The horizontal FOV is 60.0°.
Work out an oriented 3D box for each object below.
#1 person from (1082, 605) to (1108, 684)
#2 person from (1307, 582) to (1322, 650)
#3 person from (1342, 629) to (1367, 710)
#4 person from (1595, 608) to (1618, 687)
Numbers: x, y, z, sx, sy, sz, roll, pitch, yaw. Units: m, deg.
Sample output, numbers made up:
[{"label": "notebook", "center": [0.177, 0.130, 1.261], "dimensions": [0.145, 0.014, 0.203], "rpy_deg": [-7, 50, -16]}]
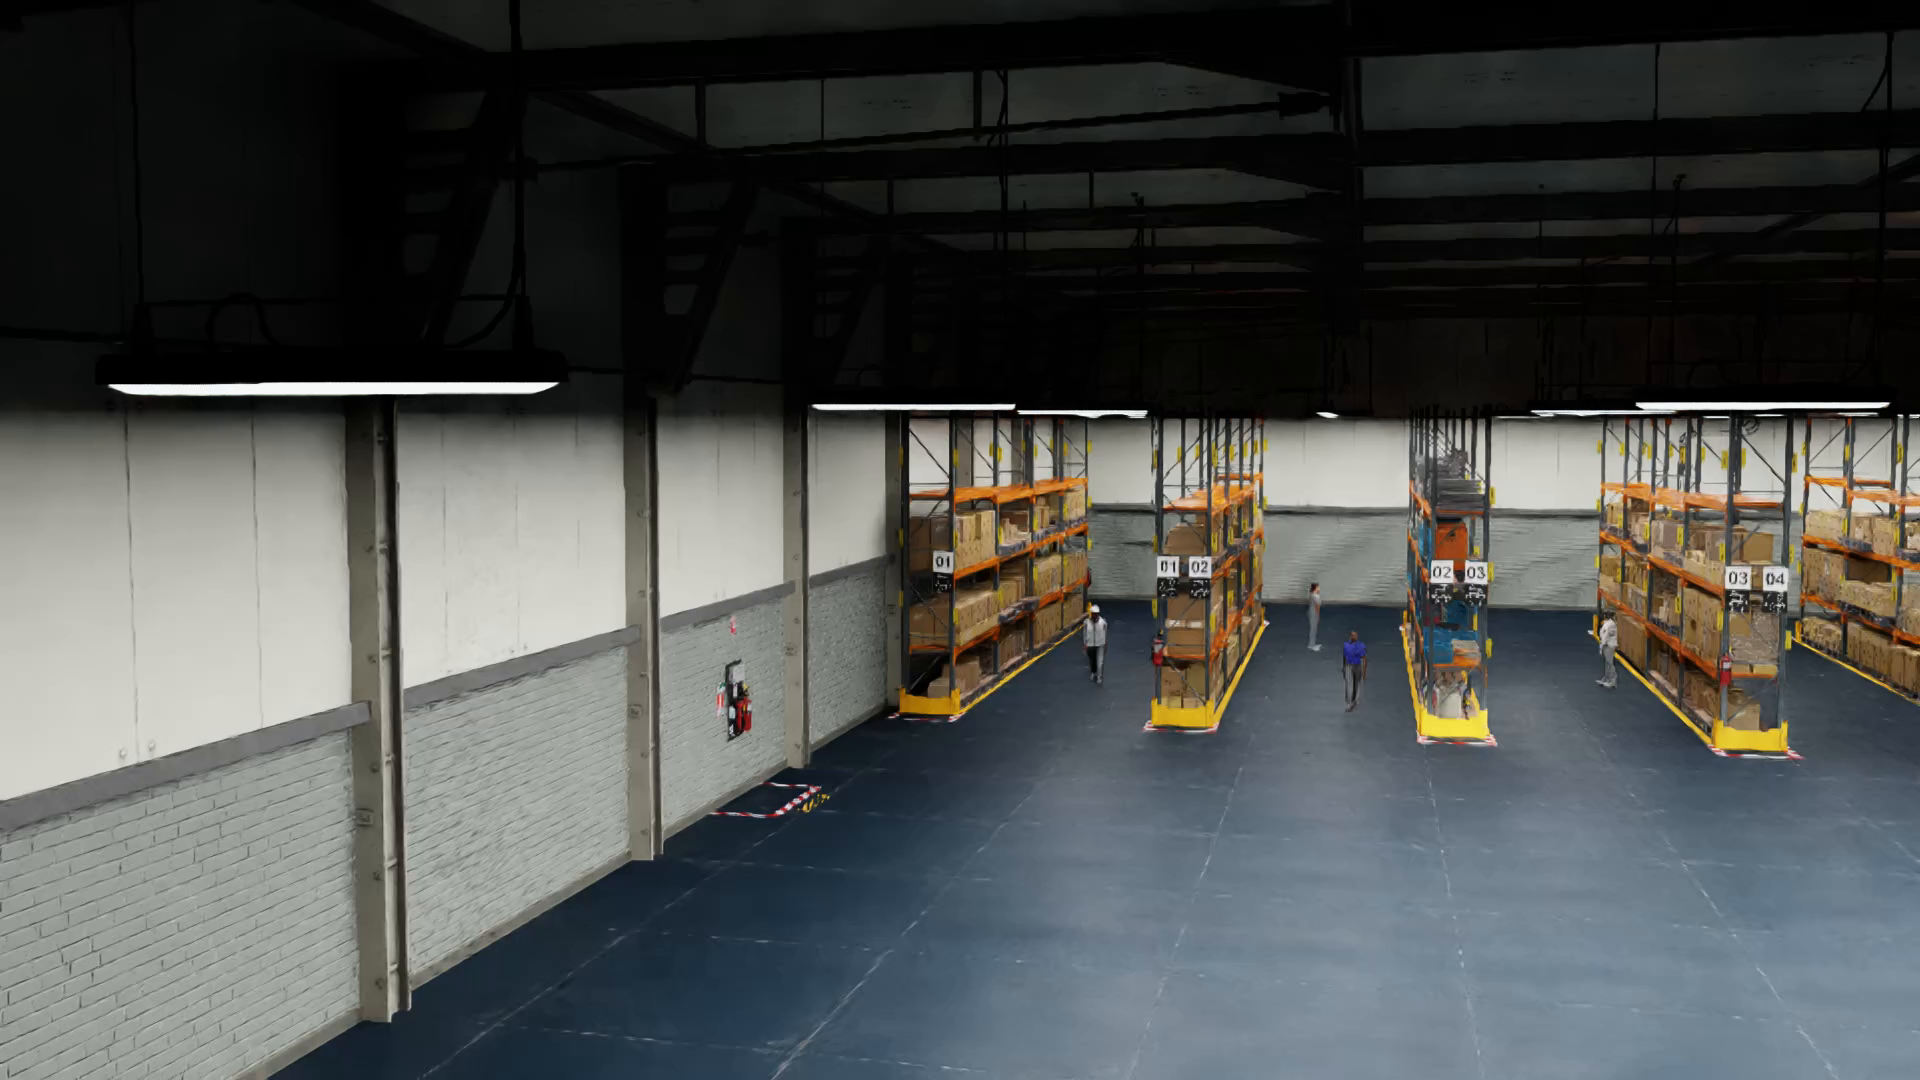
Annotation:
[{"label": "person", "center": [2.939, 2.251, 36.333], "dimensions": [0.546, 1.695, 1.106], "rpy_deg": [1, 4, 11]}, {"label": "person", "center": [8.878, 1.857, 41.640], "dimensions": [0.380, 1.624, 0.508], "rpy_deg": [-1, 4, -8]}, {"label": "person", "center": [7.823, 2.546, 32.986], "dimensions": [0.463, 1.584, 0.998], "rpy_deg": [1, 4, 13]}, {"label": "person", "center": [13.932, 2.309, 35.794], "dimensions": [0.543, 1.665, 0.572], "rpy_deg": [4, 6, 42]}]
